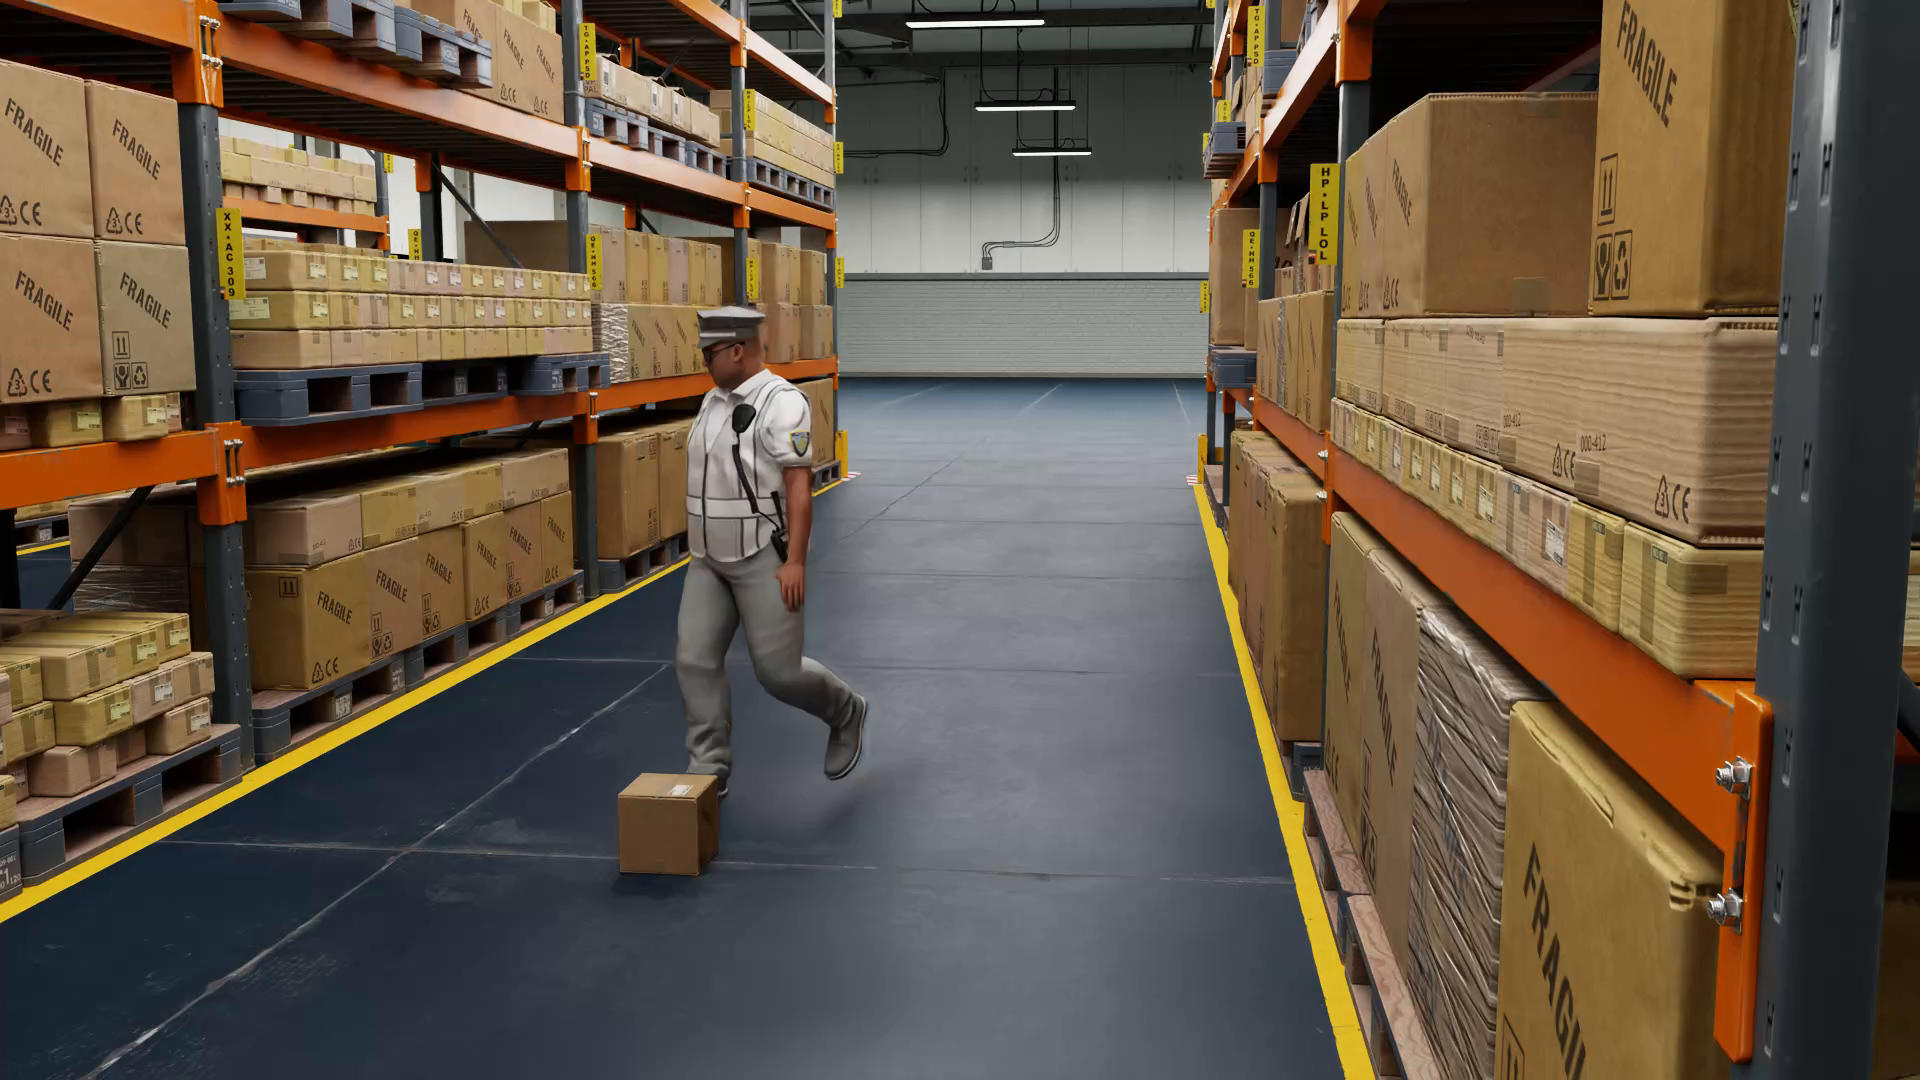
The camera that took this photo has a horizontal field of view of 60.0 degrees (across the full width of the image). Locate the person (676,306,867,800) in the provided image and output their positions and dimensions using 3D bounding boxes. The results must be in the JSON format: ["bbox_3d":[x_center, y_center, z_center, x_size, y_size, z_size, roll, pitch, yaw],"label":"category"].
[{"bbox_3d":[-0.726,0.053,5.814,0.554,1.726,0.792,6,10,38],"label":"person"}]
